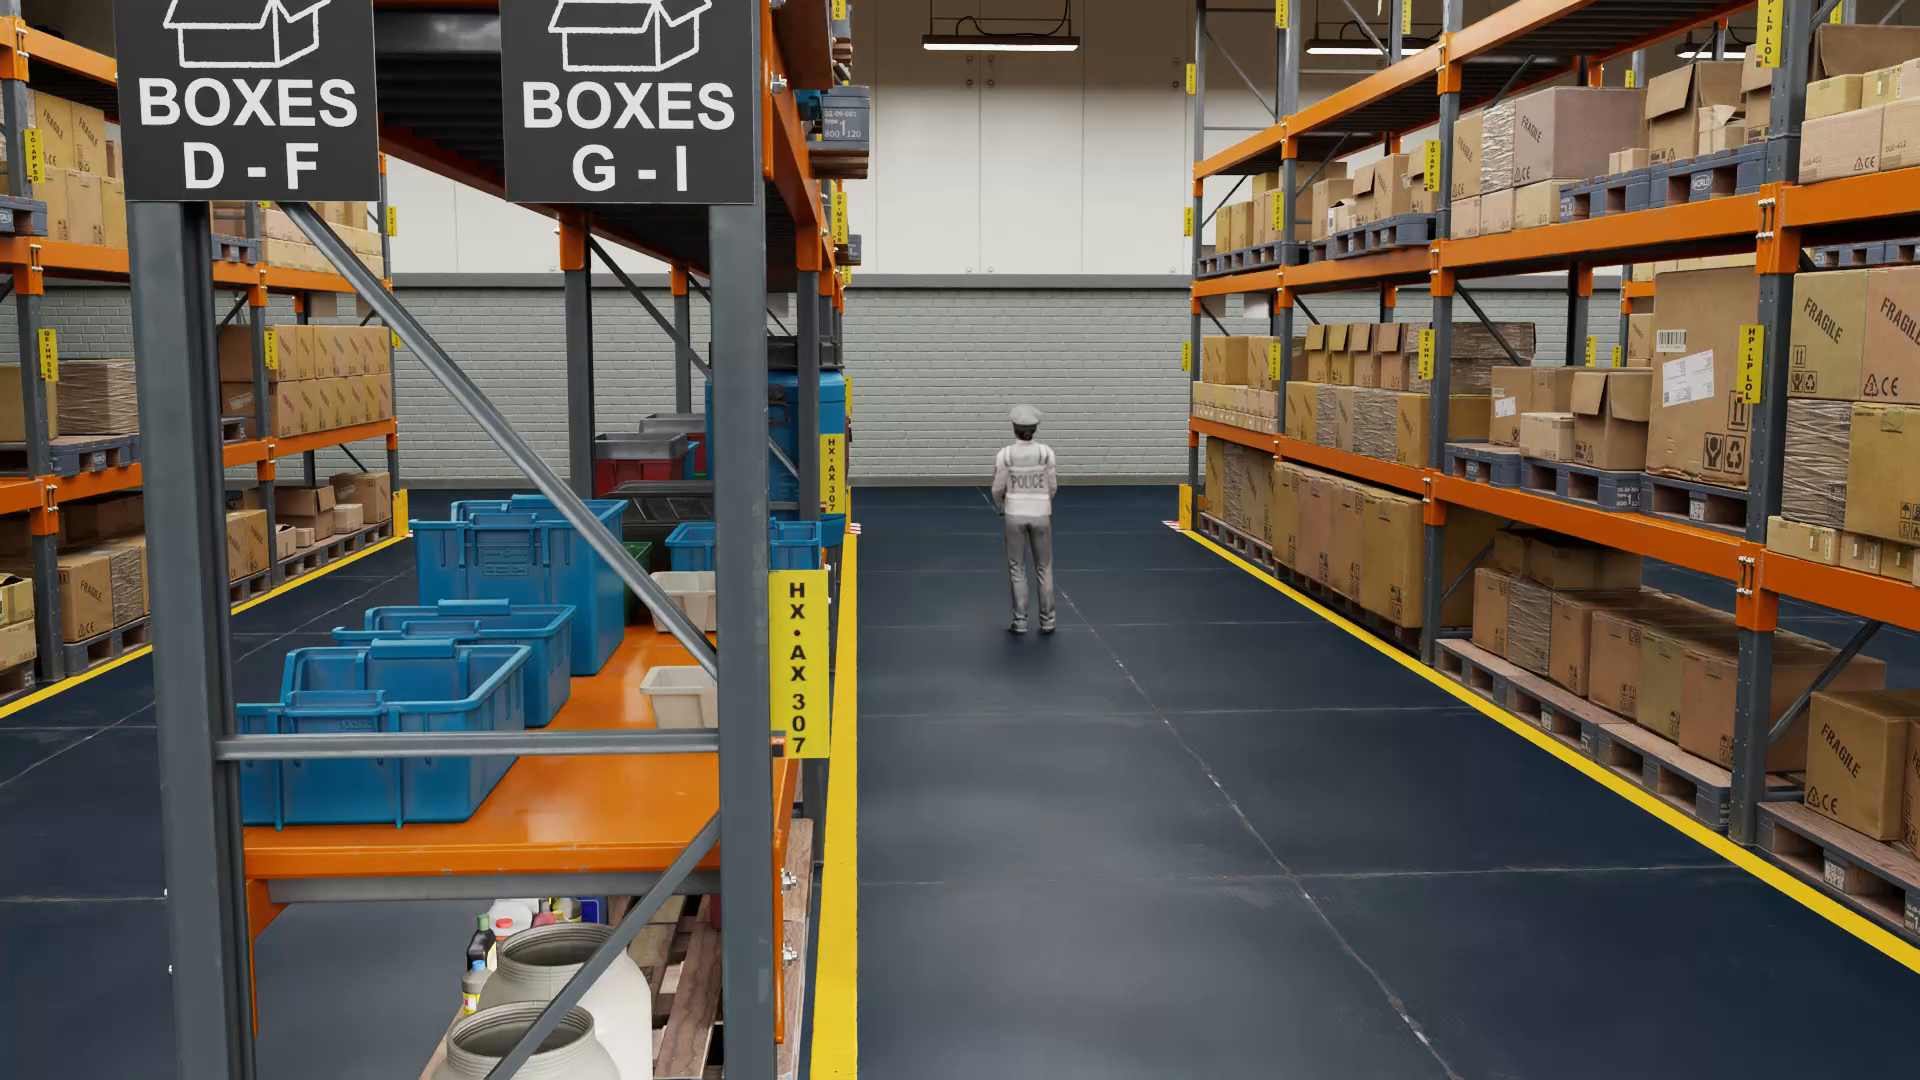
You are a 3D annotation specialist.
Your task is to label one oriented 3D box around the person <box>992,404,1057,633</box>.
[{"bbox_3d":[0.486,-0.159,12.376,0.504,1.701,0.512,0,7,-3],"label":"person"}]
